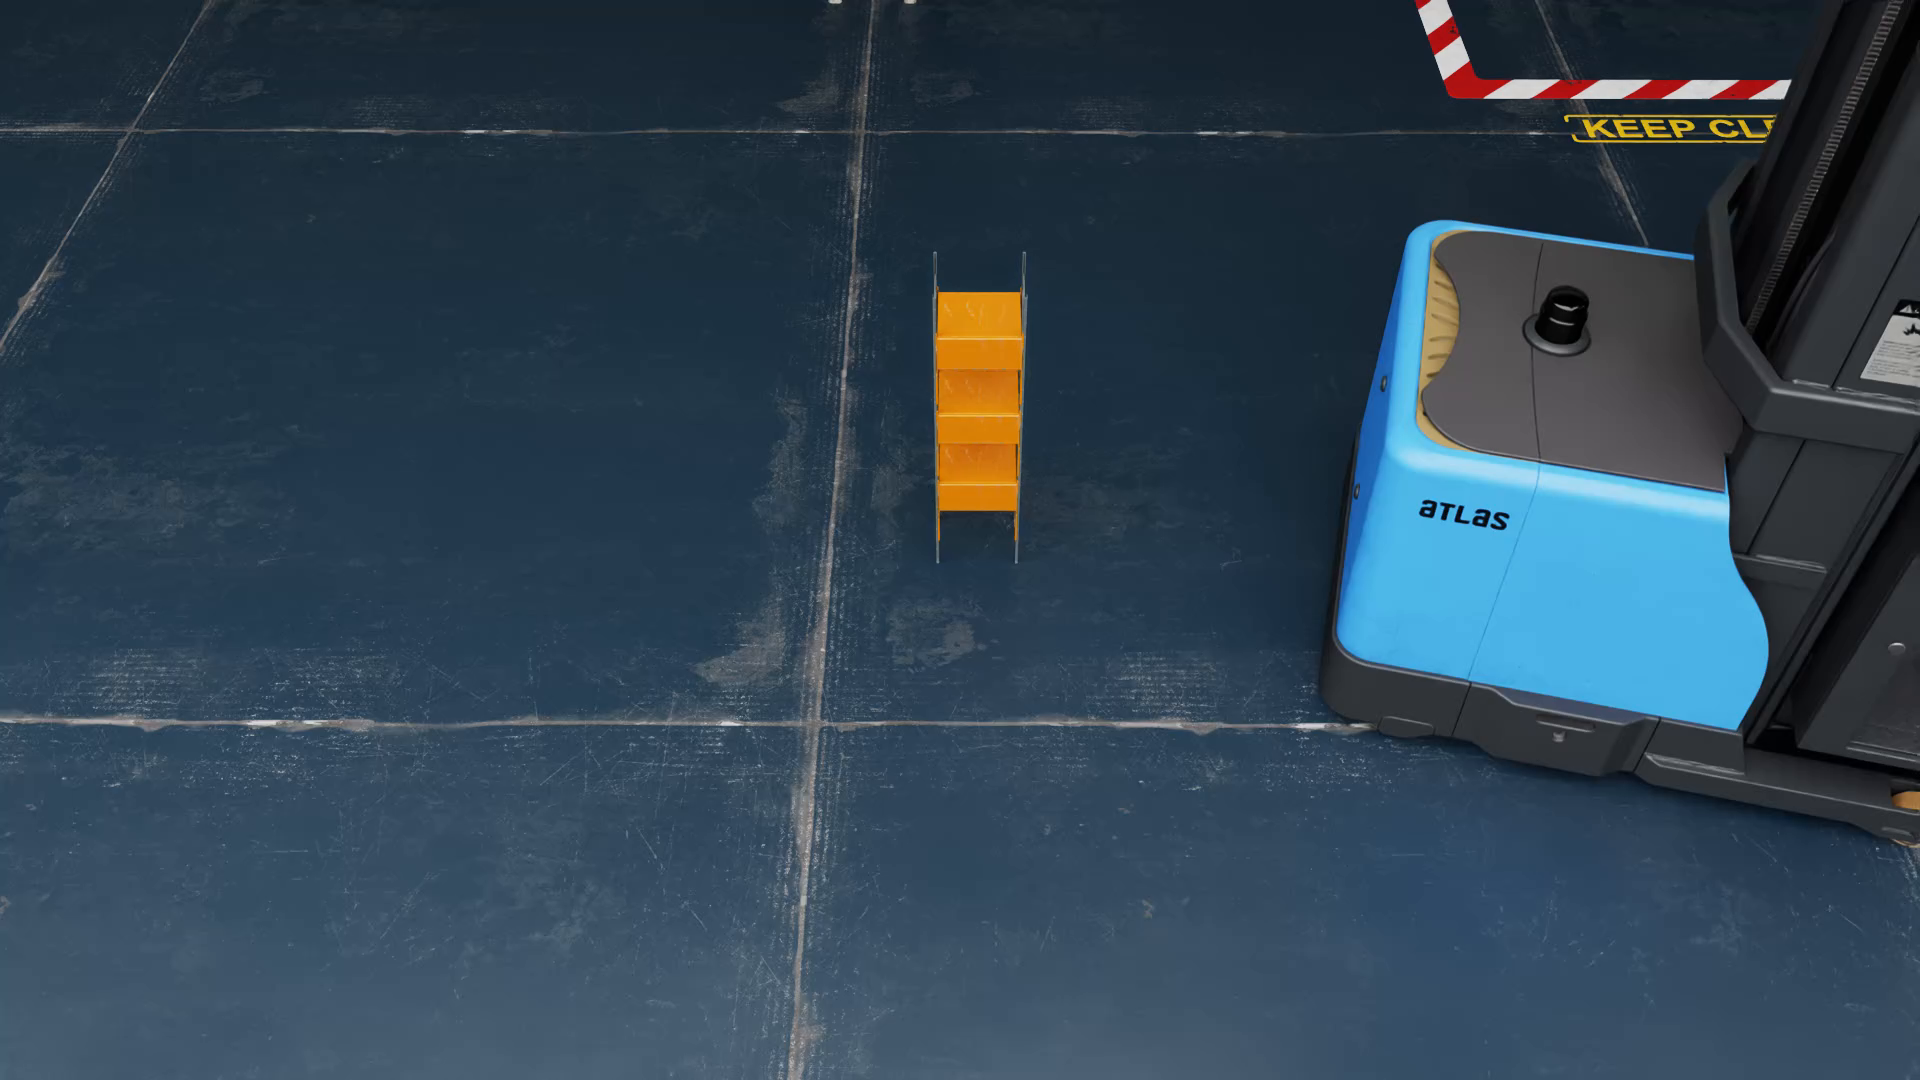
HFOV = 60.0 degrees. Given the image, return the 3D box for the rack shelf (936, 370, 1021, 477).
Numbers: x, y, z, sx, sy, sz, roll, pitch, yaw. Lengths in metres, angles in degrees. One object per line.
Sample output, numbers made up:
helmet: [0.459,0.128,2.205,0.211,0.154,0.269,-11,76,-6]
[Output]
rack shelf: [0.054,-0.350,4.873,0.240,0.259,0.215,0,47,0]

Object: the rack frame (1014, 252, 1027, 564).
rack frame: [0.176,-0.357,4.865,0.008,1.050,0.200,0,47,0]

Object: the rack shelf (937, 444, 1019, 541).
rack shelf: [0.054,-0.161,5.077,0.240,0.259,0.215,0,47,0]

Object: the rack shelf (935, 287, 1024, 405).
rack shelf: [0.054,-0.544,4.666,0.240,0.259,0.215,0,47,0]

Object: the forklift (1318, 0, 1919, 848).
forklift: [2.599,-0.569,3.778,3.031,2.935,1.130,10,48,9]

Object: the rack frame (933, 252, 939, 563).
rack frame: [-0.068,-0.358,4.866,0.008,1.050,0.200,0,47,0]

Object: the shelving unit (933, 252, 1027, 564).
shelving unit: [0.054,-0.358,4.866,0.252,1.050,0.215,0,47,0]
